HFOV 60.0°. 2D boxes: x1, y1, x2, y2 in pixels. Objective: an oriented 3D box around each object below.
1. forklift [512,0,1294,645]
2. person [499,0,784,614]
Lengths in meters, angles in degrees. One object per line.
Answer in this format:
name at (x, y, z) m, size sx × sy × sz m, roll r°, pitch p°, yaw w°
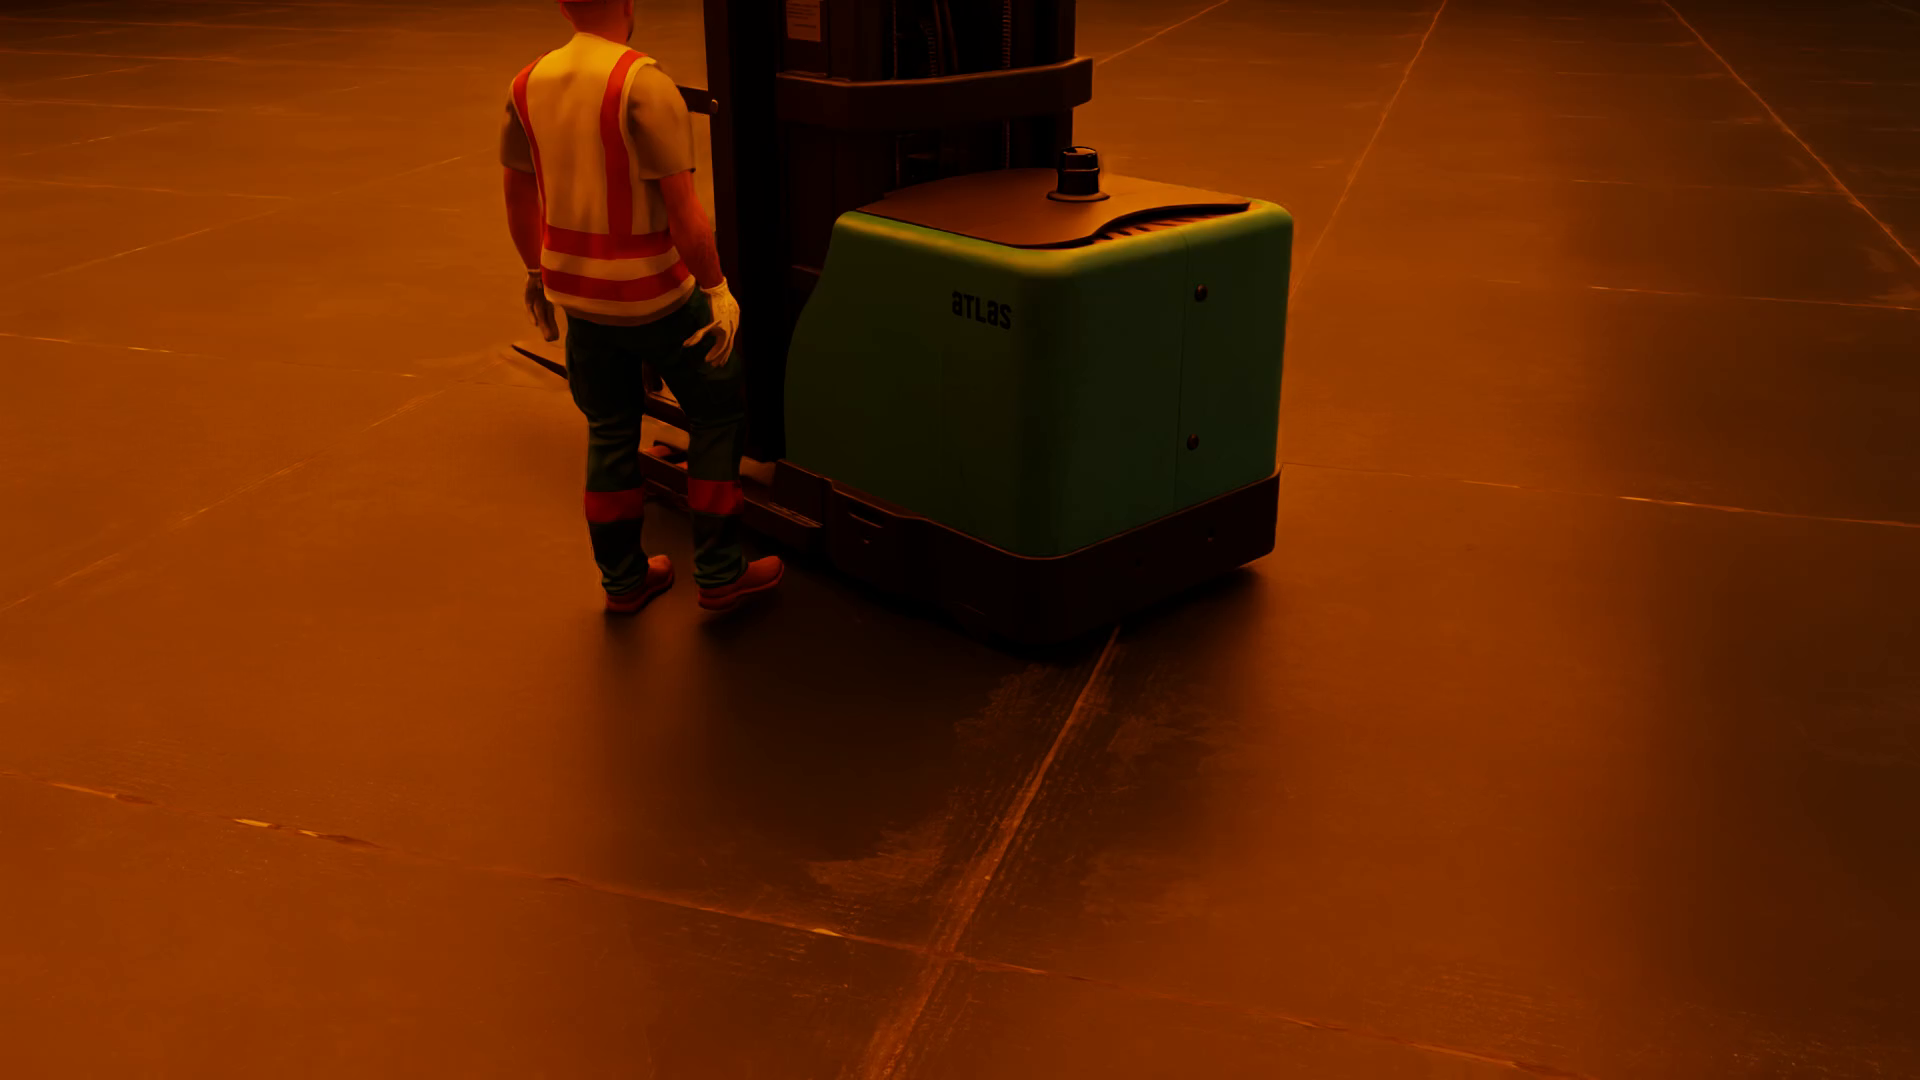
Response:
forklift at (-0.442, -1.562, 5.062) m, size 1.130 × 2.935 × 3.031 m, roll -19°, pitch 29°, yaw -39°
person at (-0.838, -0.649, 4.349) m, size 0.677 × 1.792 × 0.482 m, roll 11°, pitch 25°, yaw 24°
